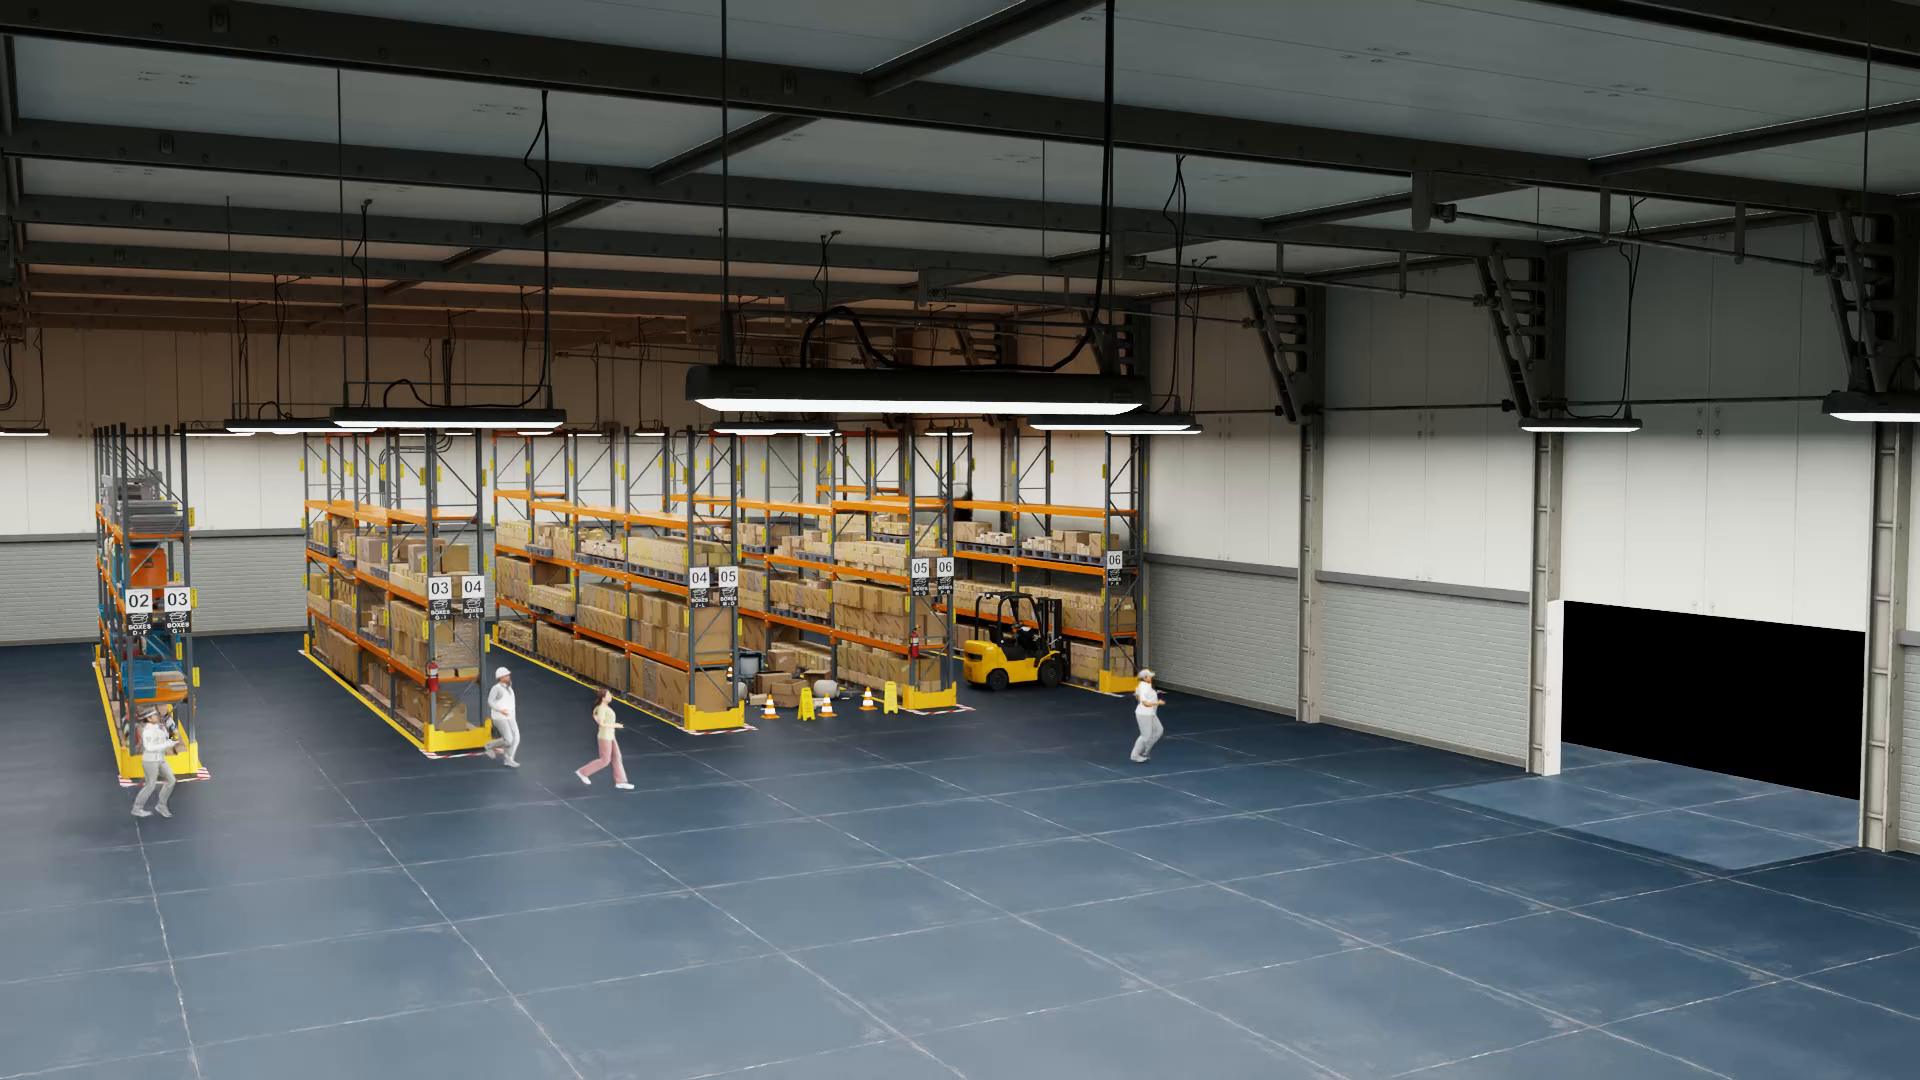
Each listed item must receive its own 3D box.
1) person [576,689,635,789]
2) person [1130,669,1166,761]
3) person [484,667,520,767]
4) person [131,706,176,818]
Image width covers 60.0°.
[{"bbox_3d":[-5.775,3.264,27.062,0.923,1.620,0.578,0,3,-6],"label":"person"},{"bbox_3d":[3.341,3.119,29.461,0.632,1.668,0.589,1,4,12],"label":"person"},{"bbox_3d":[-8.023,3.101,29.139,0.642,1.742,0.699,1,4,15],"label":"person"},{"bbox_3d":[-12.127,3.362,25.040,0.684,1.734,0.557,0,3,-6],"label":"person"}]
